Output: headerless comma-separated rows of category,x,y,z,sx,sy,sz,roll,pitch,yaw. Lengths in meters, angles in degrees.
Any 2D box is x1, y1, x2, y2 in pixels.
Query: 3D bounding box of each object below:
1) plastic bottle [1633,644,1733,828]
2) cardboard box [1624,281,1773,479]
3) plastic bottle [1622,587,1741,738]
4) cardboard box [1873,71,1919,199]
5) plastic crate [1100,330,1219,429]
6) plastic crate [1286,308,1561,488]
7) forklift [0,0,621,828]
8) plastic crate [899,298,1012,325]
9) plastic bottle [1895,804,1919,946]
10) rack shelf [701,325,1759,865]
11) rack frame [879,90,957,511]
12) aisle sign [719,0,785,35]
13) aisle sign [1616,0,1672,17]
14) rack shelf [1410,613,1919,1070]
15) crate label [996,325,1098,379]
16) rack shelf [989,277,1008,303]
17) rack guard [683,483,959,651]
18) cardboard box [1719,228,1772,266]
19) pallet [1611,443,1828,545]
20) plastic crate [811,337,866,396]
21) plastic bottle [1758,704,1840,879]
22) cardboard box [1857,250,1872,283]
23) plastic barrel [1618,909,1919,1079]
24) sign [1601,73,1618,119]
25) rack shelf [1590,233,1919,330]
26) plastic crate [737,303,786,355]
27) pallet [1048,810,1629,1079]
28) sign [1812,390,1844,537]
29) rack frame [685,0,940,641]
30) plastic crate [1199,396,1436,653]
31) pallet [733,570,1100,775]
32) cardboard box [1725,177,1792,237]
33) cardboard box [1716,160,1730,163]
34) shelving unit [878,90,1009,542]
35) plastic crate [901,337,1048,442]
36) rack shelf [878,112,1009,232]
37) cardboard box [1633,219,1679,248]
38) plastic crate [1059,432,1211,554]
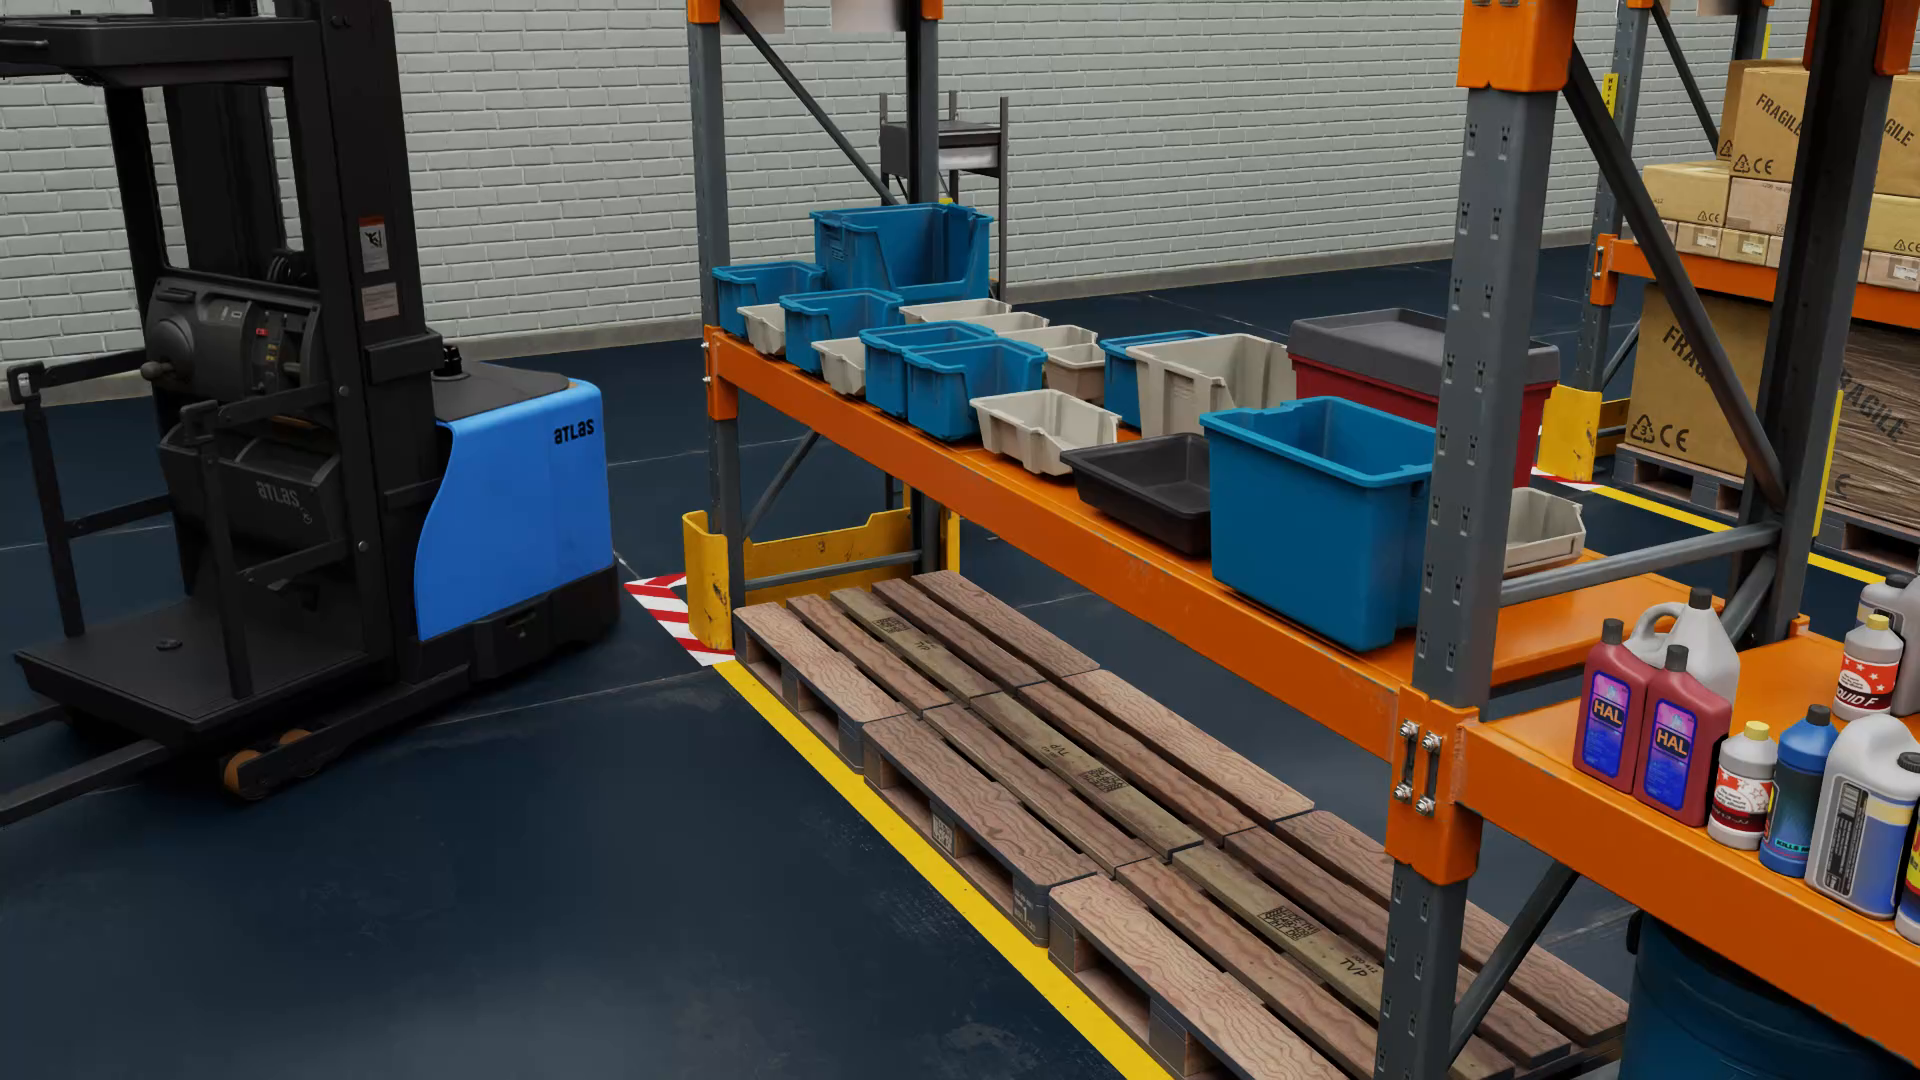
plastic bottle,1.209,0.324,2.774,0.061,0.283,0.133,-10,21,-27
cardboard box,4.180,-0.880,8.695,0.875,0.875,0.875,-10,21,-27
plastic bottle,1.248,0.245,2.899,0.144,0.351,0.185,-10,21,-27
cardboard box,4.285,-1.810,7.402,0.500,0.500,0.500,-11,22,-28
plastic crate,0.648,-0.489,5.114,0.416,0.233,0.300,-10,21,-27
plastic crate,1.143,-0.295,4.198,0.402,0.464,0.583,-10,21,-27
forklift,-2.649,-0.685,5.623,1.130,2.935,3.031,12,22,31
plastic crate,-0.006,-0.787,6.126,0.396,0.136,0.243,-10,21,-27
plastic bottle,1.436,0.454,2.414,0.097,0.271,0.097,0,19,0
rack shelf,0.397,-0.175,5.144,1.077,0.370,4.000,-10,21,-27
rack frame,-0.194,-1.110,8.130,0.400,2.100,0.015,-10,21,-27
aisle sign,-0.848,-2.293,6.193,0.394,0.787,0.004,-10,21,-27
aisle sign,3.508,-3.060,8.415,0.394,0.787,0.004,-10,21,-27
rack shelf,2.296,0.973,1.816,1.077,0.370,4.000,-10,21,-27
crate label,0.272,-0.626,5.658,0.396,0.136,0.243,-10,21,-27
rack shelf,-0.079,-1.027,7.931,0.431,0.518,0.480,-10,21,-27
rack guard,-0.576,0.087,7.112,1.175,0.500,0.348,-10,21,-27
cardboard box,3.929,-1.438,8.086,0.380,0.149,0.250,-11,22,-28
pallet,4.255,-0.321,8.738,1.003,0.211,1.213,-10,21,-27
plastic crate,-0.324,-0.572,5.502,0.250,0.136,0.298,-10,21,-27
plastic bottle,1.326,0.387,2.607,0.097,0.271,0.097,0,19,0
cardboard box,4.174,-1.290,7.657,0.380,0.149,0.250,-10,22,-28
plastic barrel,1.590,1.011,3.176,0.600,0.901,0.708,-10,21,-27
sign,3.315,-2.219,8.515,0.100,0.325,0.005,-10,21,-27
rack shelf,4.756,-0.943,7.367,1.077,0.370,4.000,-10,21,-27
plastic crate,-0.646,-0.766,6.066,0.250,0.136,0.298,-10,21,-27
pallet,0.963,1.172,4.412,1.003,0.211,1.213,-10,21,-27
sign,1.832,-0.157,3.563,0.100,0.325,0.005,-10,21,-27
rack frame,-0.553,-1.090,6.690,1.000,3.000,0.127,-10,21,-27
plastic crate,0.825,-0.043,3.591,0.392,0.384,0.575,-10,21,-27
pallet,-0.195,0.471,6.442,1.003,0.211,1.213,-10,21,-27
cardboard box,4.049,-1.599,7.940,0.500,0.250,0.500,-10,22,-27
cardboard box,4.270,-1.828,8.606,0.500,0.250,0.500,-10,22,-28
shelving unit,-0.079,-1.040,7.927,0.431,2.100,0.503,-10,21,-27
plastic crate,0.042,-0.453,5.010,0.416,0.233,0.300,-10,21,-27
rack shelf,-0.079,-1.689,7.703,0.431,0.518,0.480,-10,21,-27
cardboard box,3.684,-1.585,8.511,0.380,0.149,0.250,-10,21,-26
plastic crate,0.579,-0.119,4.208,0.437,0.125,0.590,-10,21,-27
